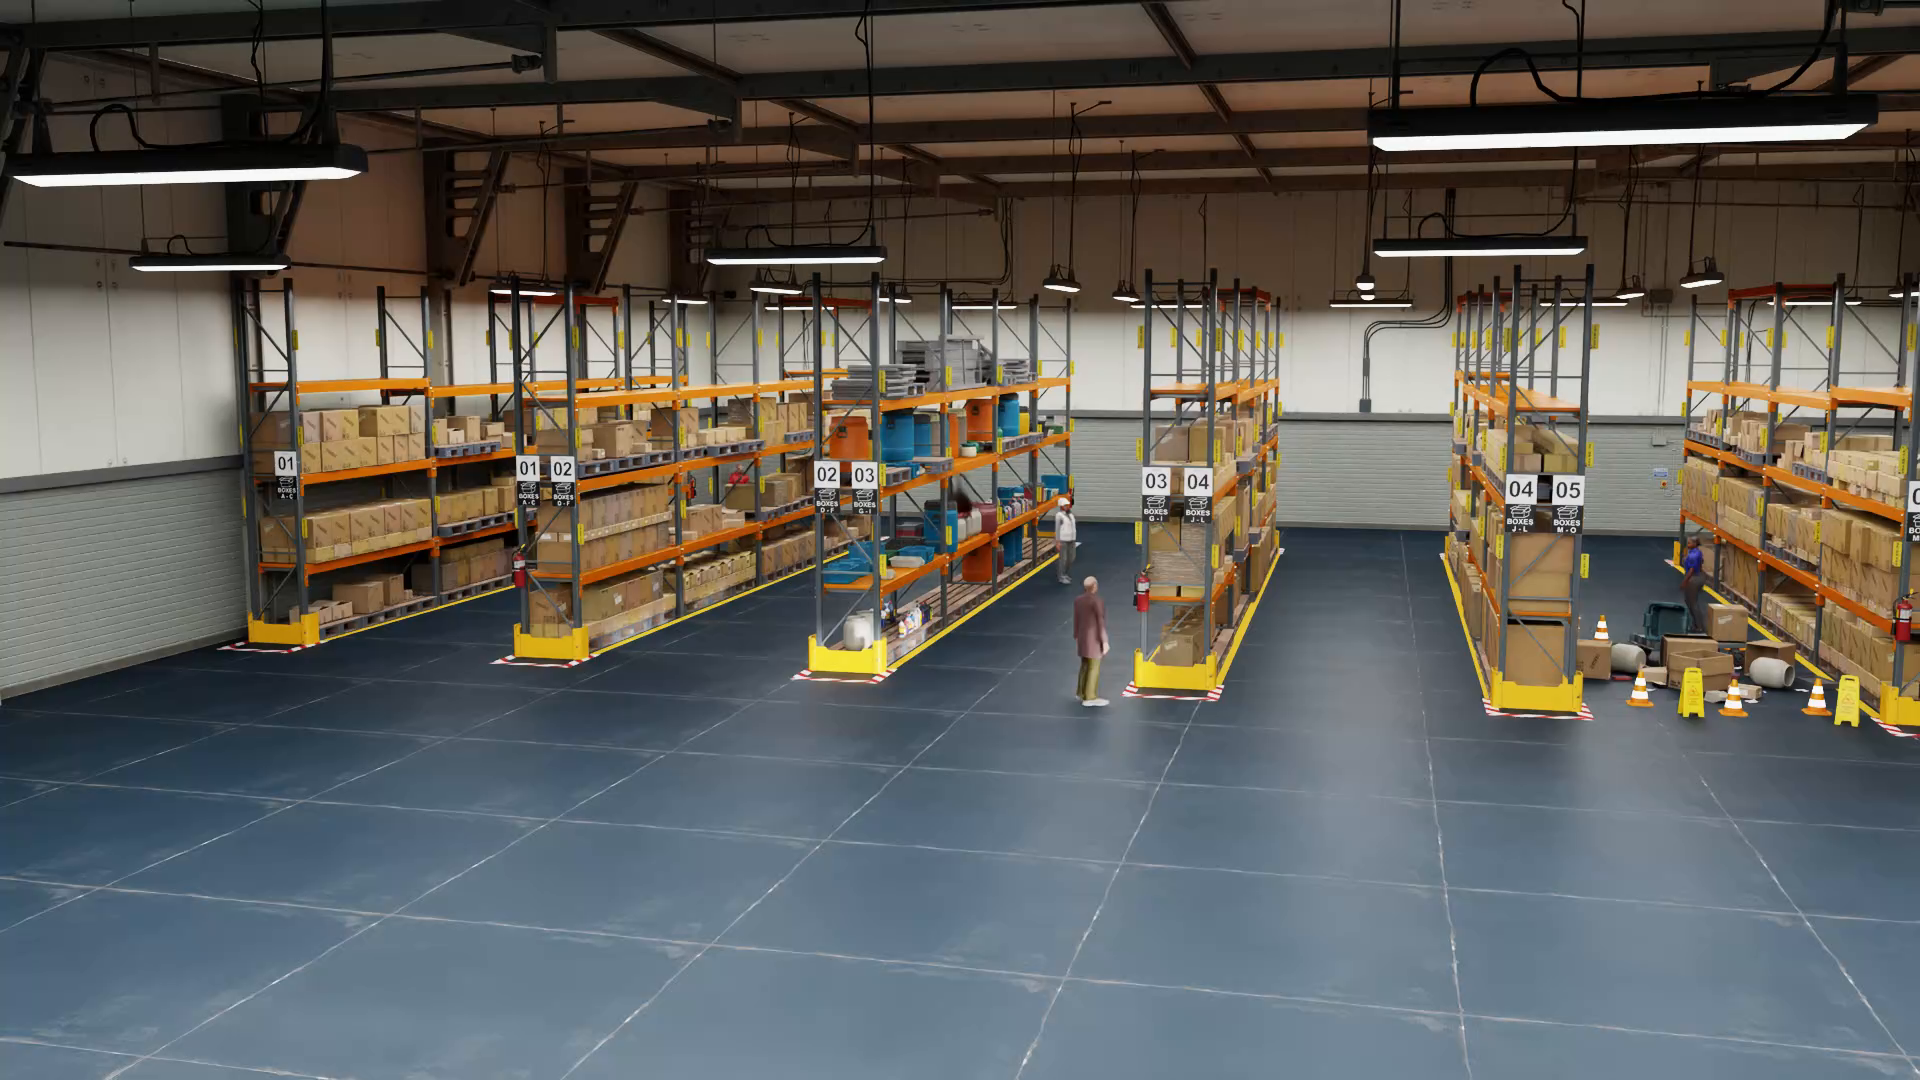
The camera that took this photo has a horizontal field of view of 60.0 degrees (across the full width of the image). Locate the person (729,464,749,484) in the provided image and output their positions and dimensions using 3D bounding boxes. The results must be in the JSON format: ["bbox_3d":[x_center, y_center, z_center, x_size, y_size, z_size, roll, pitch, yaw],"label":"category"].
[{"bbox_3d":[-5.938,-1.203,44.617,0.544,1.668,0.979,0,7,-2],"label":"person"}]

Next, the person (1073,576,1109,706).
[{"bbox_3d":[1.856,1.408,22.878,0.434,1.831,0.653,-5,8,-35],"label":"person"}]

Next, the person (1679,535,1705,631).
[{"bbox_3d":[12.628,0.749,28.673,0.523,1.676,0.497,-4,8,-30],"label":"person"}]

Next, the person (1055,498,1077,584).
[{"bbox_3d":[2.179,0.004,34.396,0.590,1.776,0.441,-7,10,-44],"label":"person"}]
